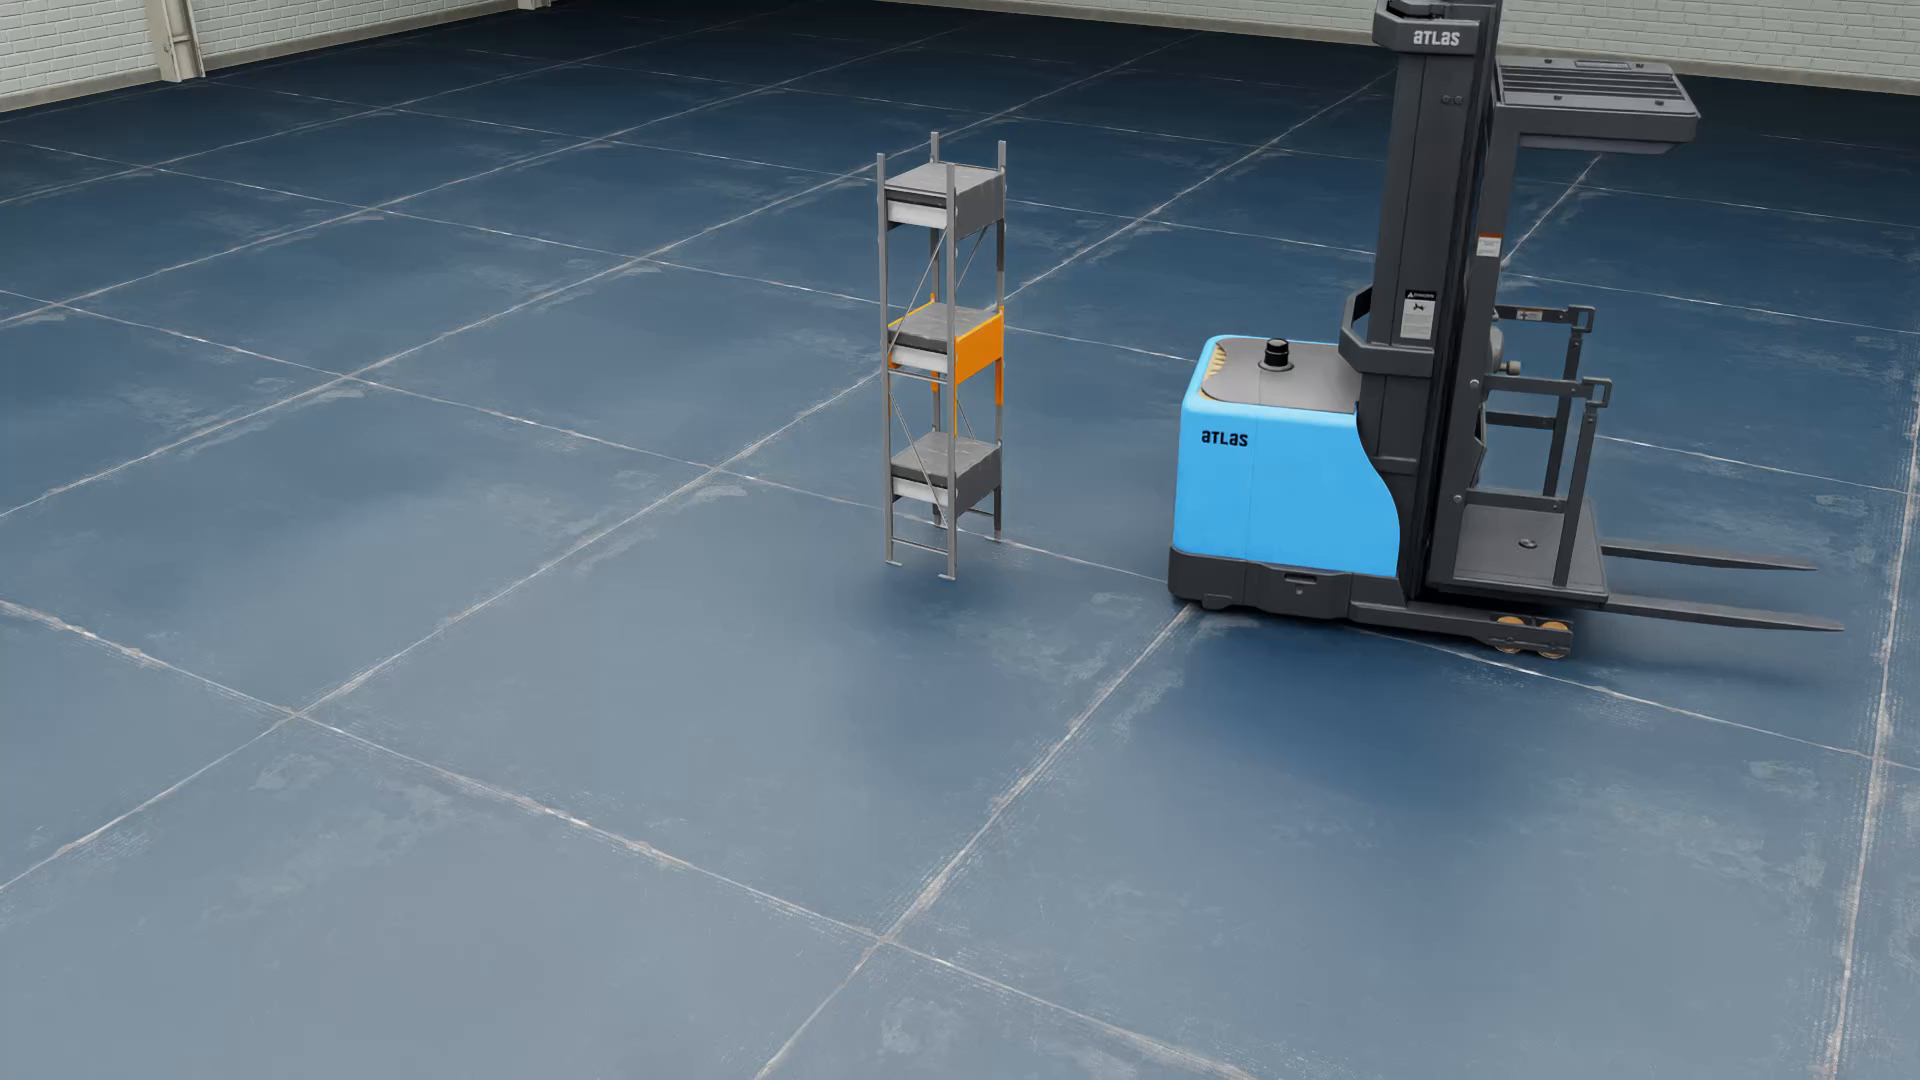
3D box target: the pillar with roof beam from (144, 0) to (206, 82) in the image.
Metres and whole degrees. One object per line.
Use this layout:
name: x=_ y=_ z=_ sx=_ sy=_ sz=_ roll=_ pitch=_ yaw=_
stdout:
pillar with roof beam: x=-5.433 y=-8.536 z=15.749 sx=9.100 sy=9.000 sz=0.400 roll=14 pitch=30 yaw=26

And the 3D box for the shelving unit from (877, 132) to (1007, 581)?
shelving unit: x=-0.081 y=-0.874 z=8.151 sx=0.431 sy=2.100 sz=0.503 roll=14 pitch=30 yaw=26

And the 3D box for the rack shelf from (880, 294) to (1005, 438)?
rack shelf: x=-0.081 y=-0.862 z=8.157 sx=0.431 sy=0.518 sz=0.480 roll=14 pitch=30 yaw=26

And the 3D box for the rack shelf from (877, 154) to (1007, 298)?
rack shelf: x=-0.081 y=-1.488 z=7.844 sx=0.431 sy=0.518 sz=0.480 roll=14 pitch=30 yaw=26

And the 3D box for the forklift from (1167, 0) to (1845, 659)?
forklift: x=2.588 y=-1.028 z=7.530 sx=3.031 sy=2.935 sz=1.130 roll=7 pitch=27 yaw=13

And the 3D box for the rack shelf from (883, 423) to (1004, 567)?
rack shelf: x=-0.081 y=-0.236 z=8.471 sx=0.431 sy=0.518 sz=0.480 roll=14 pitch=30 yaw=26

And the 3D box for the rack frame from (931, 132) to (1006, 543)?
rack frame: x=0.039 y=-0.970 z=8.341 sx=0.400 sy=2.100 sz=0.015 roll=14 pitch=30 yaw=26

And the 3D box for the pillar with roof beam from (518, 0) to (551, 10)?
pillar with roof beam: x=-2.482 y=-10.874 z=20.420 sx=9.100 sy=9.000 sz=0.400 roll=14 pitch=30 yaw=26

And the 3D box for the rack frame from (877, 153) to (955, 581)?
rack frame: x=-0.201 y=-0.779 z=7.961 sx=0.400 sy=2.100 sz=0.015 roll=14 pitch=30 yaw=26
